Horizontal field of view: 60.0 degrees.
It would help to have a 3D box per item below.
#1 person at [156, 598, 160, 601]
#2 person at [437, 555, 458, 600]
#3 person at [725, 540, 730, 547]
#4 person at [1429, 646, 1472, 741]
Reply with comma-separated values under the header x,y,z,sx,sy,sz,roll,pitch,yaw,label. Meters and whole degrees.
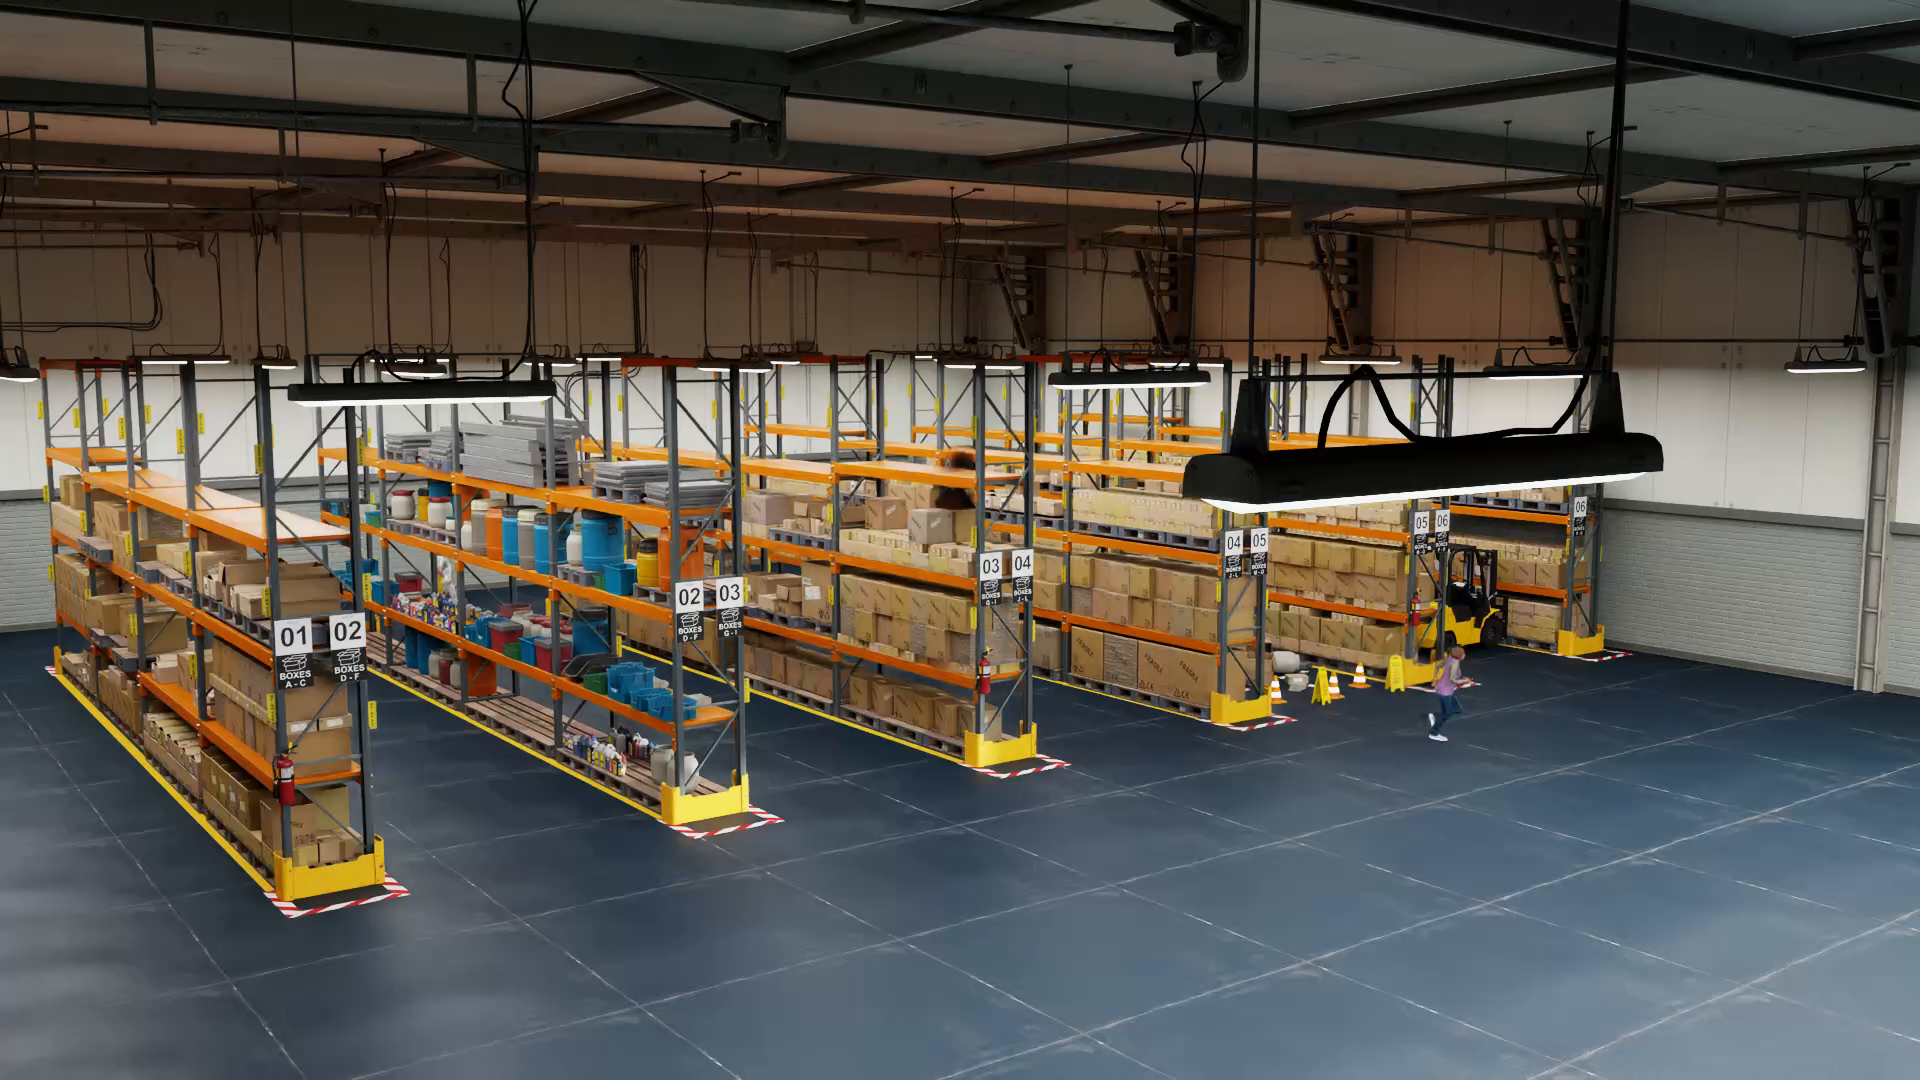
x,y,z,sx,sy,sz,roll,pitch,yaw,label
-15.948,1.564,33.240,0.639,1.638,0.661,0,7,-1,person
-11.499,0.985,37.222,0.680,1.810,0.636,-6,9,-39,person
-5.468,0.850,38.583,0.681,1.758,0.816,-4,8,-29,person
7.760,2.427,26.292,0.640,1.531,0.517,2,7,15,person
